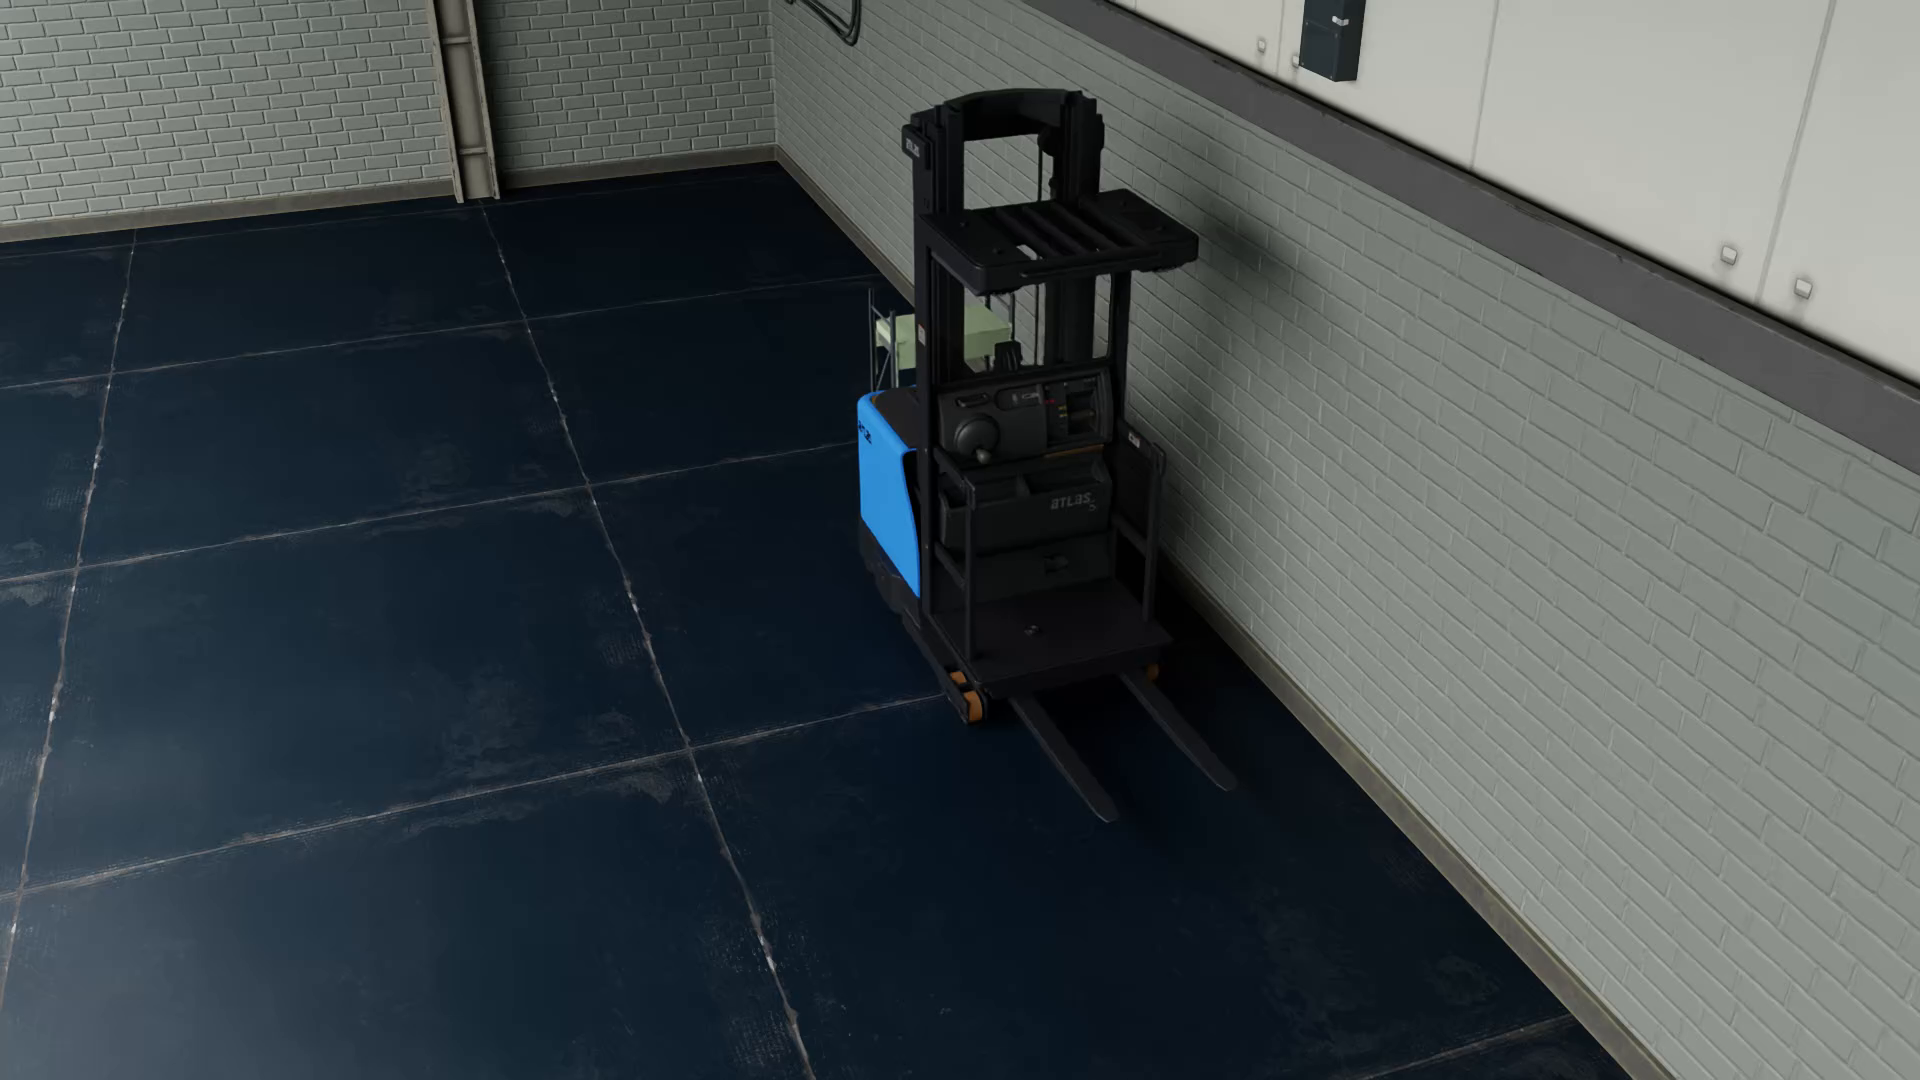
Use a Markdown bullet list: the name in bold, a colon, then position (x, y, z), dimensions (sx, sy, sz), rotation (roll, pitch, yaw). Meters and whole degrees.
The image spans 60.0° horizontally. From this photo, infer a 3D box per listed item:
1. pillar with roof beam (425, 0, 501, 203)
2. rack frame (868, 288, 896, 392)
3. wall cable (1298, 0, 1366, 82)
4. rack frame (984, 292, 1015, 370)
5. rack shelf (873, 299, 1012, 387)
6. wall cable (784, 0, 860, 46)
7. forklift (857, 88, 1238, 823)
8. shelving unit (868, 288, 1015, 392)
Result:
- **pillar with roof beam**: position (-3.099, -5.195, 10.128), dimensions (0.400, 9.000, 9.100), rotation (-10, 31, -18)
- **rack frame**: position (-0.447, -0.717, 9.845), dimensions (0.023, 1.500, 0.400), rotation (-11, 32, -19)
- **wall cable**: position (1.917, -4.157, 4.872), dimensions (0.169, 6.003, 2.305), rotation (-10, 31, -18)
- **rack frame**: position (0.232, -0.853, 10.083), dimensions (0.023, 1.500, 0.400), rotation (-11, 32, -19)
- **rack shelf**: position (-0.108, -1.124, 9.771), dimensions (0.720, 0.370, 0.431), rotation (-11, 32, -19)
- **wall cable**: position (-1.378, -5.738, 14.218), dimensions (0.112, 2.526, 3.097), rotation (-10, 31, -18)
- **forklift**: position (0.415, -0.576, 8.150), dimensions (1.130, 2.935, 3.031), rotation (-11, 31, -19)
- **shelving unit**: position (-0.108, -0.785, 9.964), dimensions (0.755, 1.500, 0.431), rotation (-11, 32, -19)
